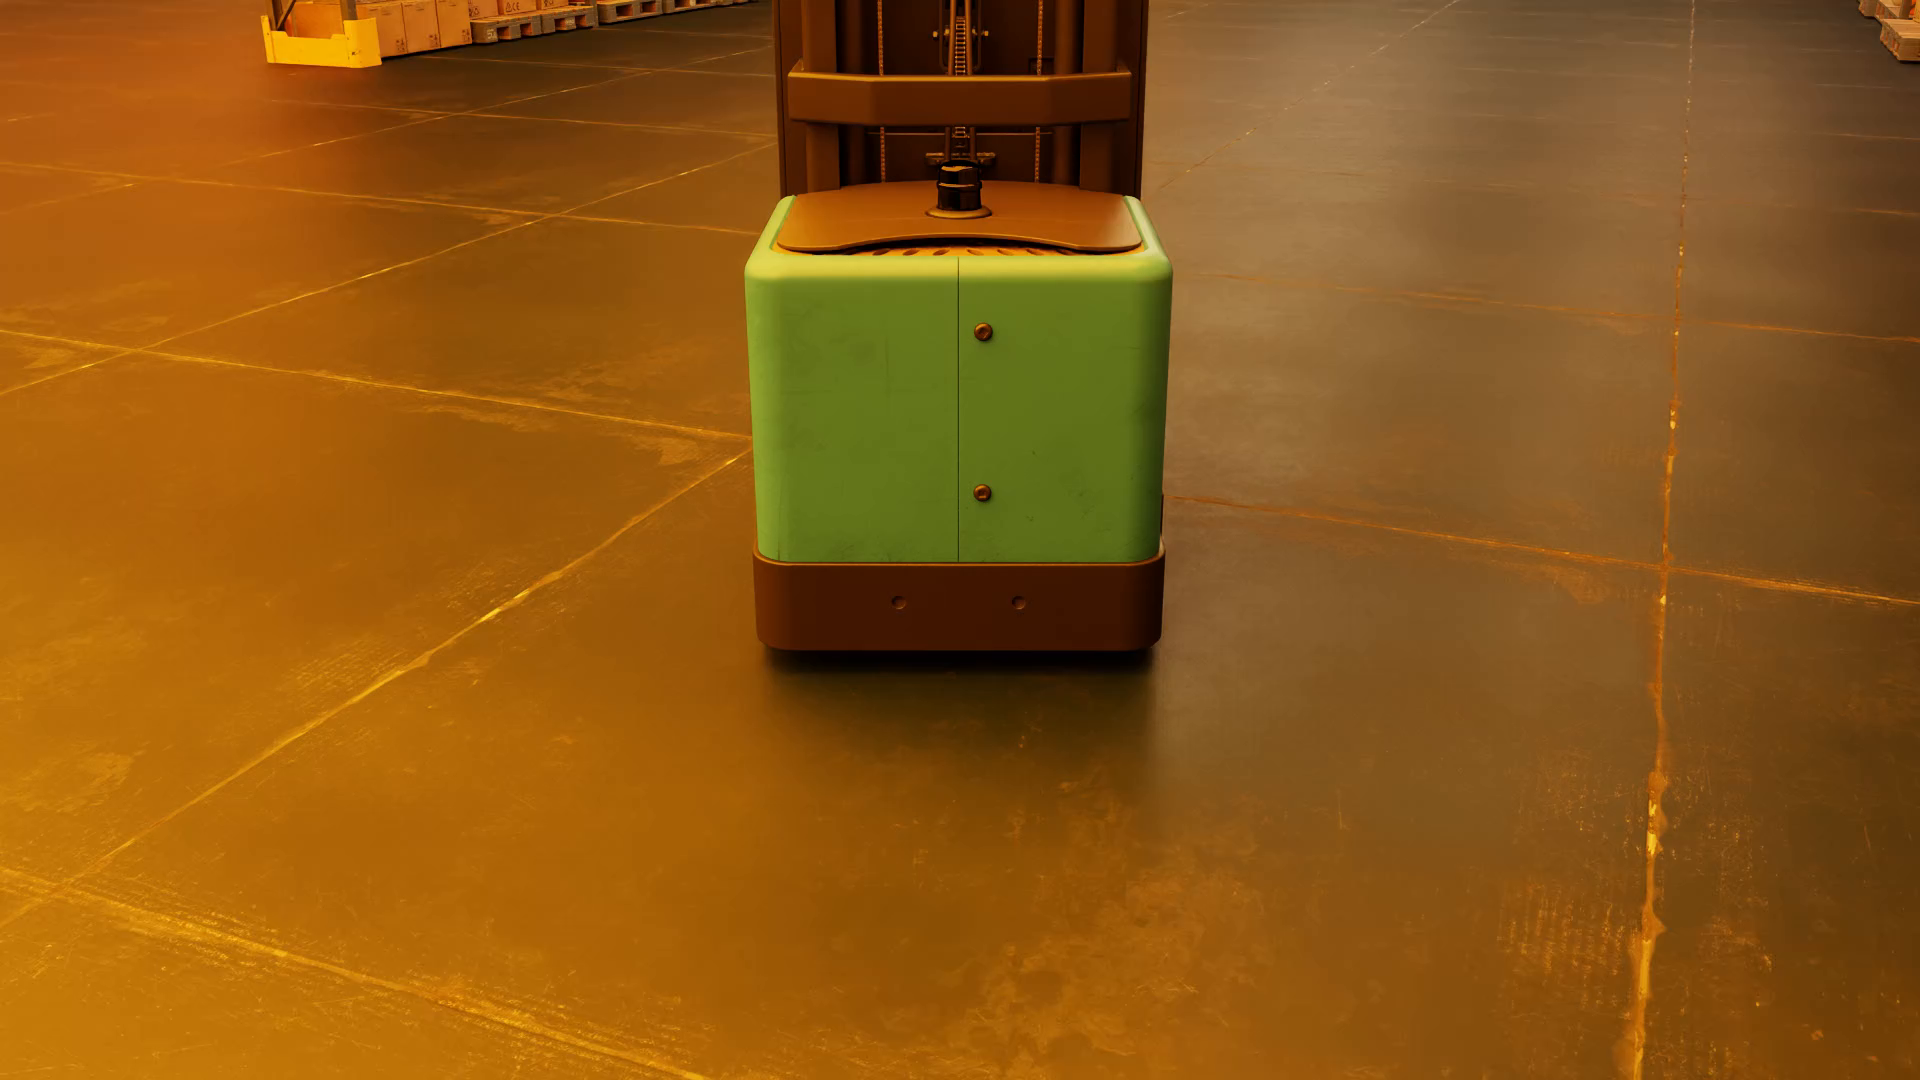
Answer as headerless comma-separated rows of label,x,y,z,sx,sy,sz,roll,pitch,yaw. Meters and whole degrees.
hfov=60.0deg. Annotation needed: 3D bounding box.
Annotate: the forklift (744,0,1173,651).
forklift,0.002,-1.587,5.089,1.130,2.935,3.031,0,23,0
